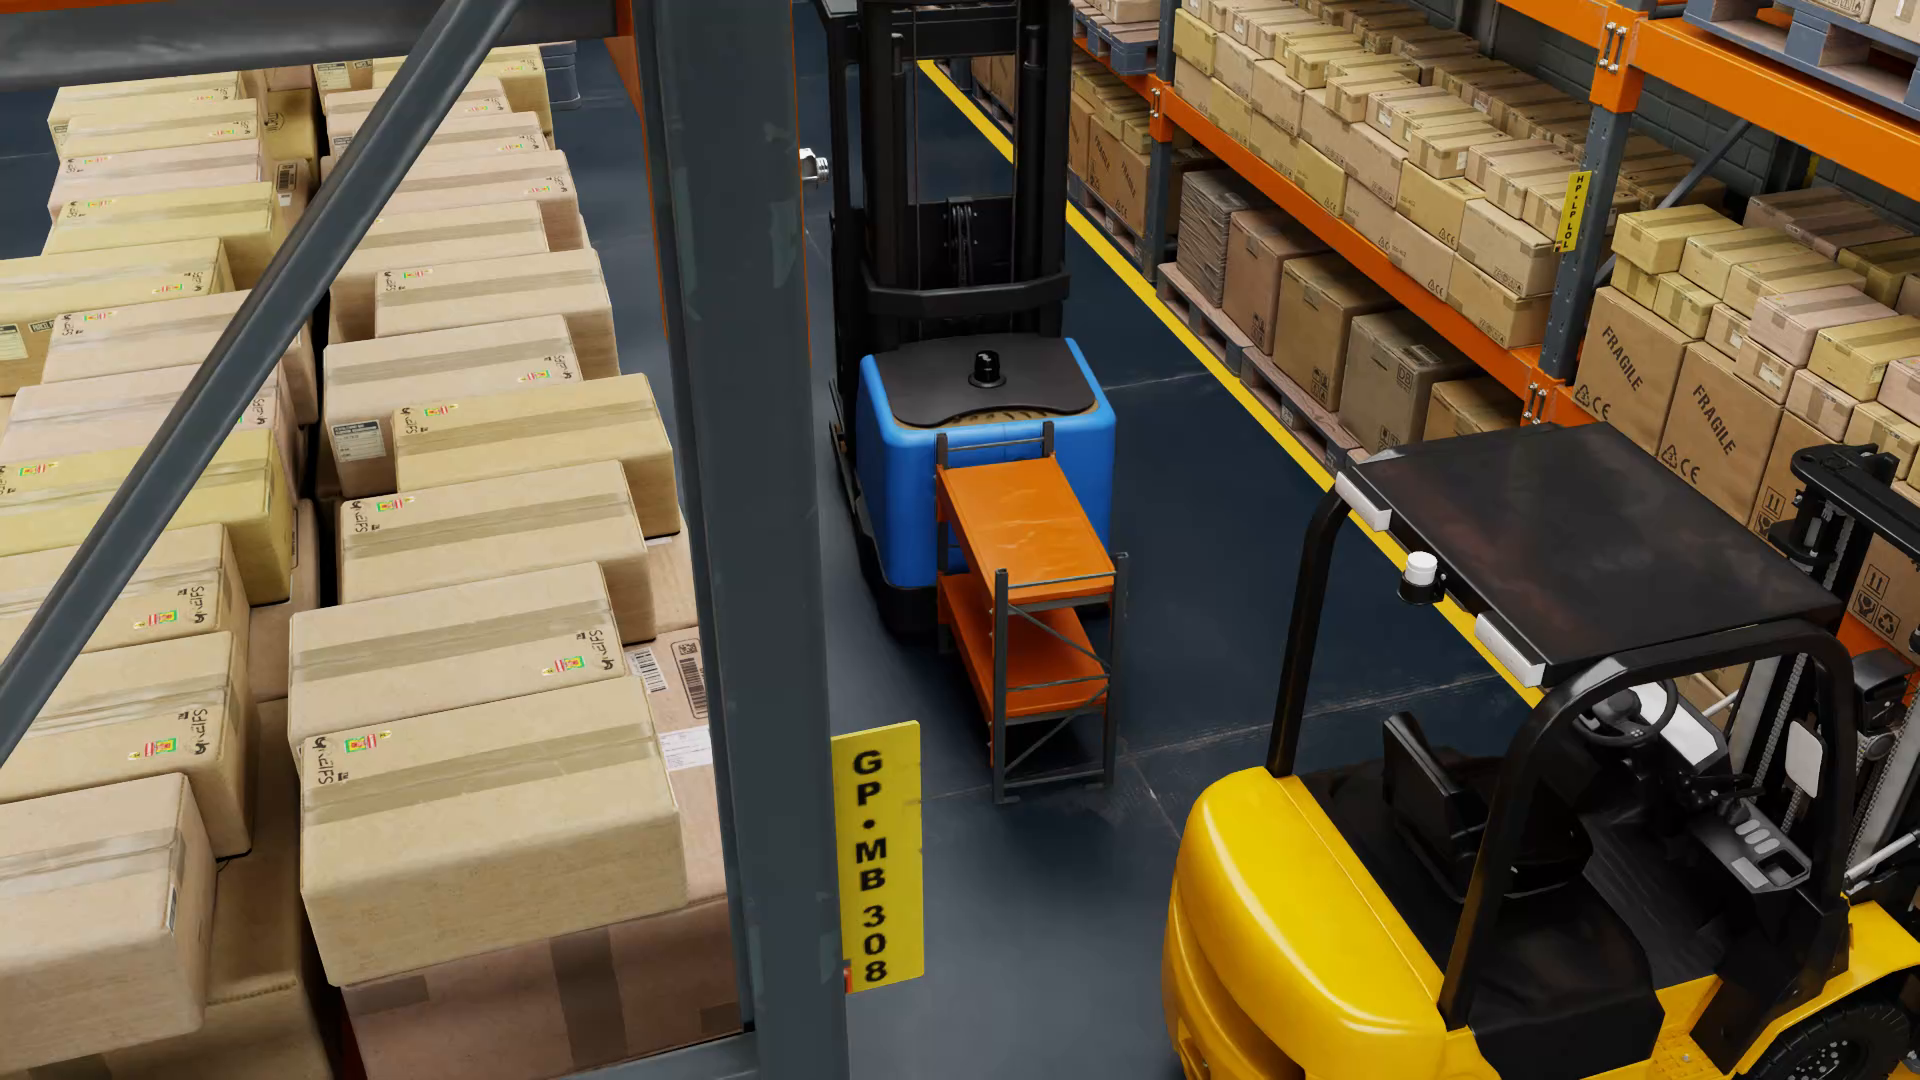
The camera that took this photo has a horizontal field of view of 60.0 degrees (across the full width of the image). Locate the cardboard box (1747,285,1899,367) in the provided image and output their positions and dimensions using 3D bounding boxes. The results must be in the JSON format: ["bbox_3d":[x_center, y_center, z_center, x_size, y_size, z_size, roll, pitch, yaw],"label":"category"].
[{"bbox_3d":[2.953,-0.737,5.695,0.380,0.149,0.250,-9,35,-14],"label":"cardboard box"}]

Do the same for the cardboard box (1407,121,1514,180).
[{"bbox_3d":[2.263,-1.764,7.520,0.380,0.149,0.250,-11,35,-16],"label":"cardboard box"}]

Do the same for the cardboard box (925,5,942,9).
[{"bbox_3d":[-0.094,-4.590,14.574,0.396,0.266,0.258,-9,34,-13],"label":"cardboard box"}]

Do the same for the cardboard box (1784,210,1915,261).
[{"bbox_3d":[3.327,-1.105,6.253,0.380,0.149,0.250,-11,35,-16],"label":"cardboard box"}]

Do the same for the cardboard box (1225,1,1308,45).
[{"bbox_3d":[1.687,-2.849,9.162,0.380,0.149,0.250,-9,35,-13],"label":"cardboard box"}]

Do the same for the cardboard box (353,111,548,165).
[{"bbox_3d":[-1.056,-0.768,3.474,0.380,0.149,0.250,-10,35,-14],"label":"cardboard box"}]

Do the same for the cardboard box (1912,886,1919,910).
[{"bbox_3d":[3.359,1.203,5.368,0.500,0.250,0.500,-11,35,-16],"label":"cardboard box"}]

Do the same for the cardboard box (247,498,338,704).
[{"bbox_3d":[-1.153,0.209,2.358,0.500,0.250,0.500,-10,35,-15],"label":"cardboard box"}]

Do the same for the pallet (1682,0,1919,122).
[{"bbox_3d":[3.190,-1.695,5.455,1.003,0.211,1.213,-10,35,-15],"label":"pallet"}]

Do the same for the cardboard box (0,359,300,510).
[{"bbox_3d":[-1.219,-0.139,2.523,0.380,0.149,0.250,-10,35,-15],"label":"cardboard box"}]

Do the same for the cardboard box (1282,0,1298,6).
[{"bbox_3d":[1.977,-3.200,9.693,0.380,0.149,0.250,-9,34,-13],"label":"cardboard box"}]

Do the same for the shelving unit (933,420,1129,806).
[{"bbox_3d":[0.261,0.280,6.807,0.538,1.125,1.048,-7,34,-11],"label":"shelving unit"}]

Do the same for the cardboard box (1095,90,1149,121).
[{"bbox_3d":[1.142,-2.928,11.258,0.380,0.149,0.250,-11,35,-16],"label":"cardboard box"}]

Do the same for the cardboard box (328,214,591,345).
[{"bbox_3d":[-0.963,-0.415,3.302,0.500,0.250,0.500,-9,35,-14],"label":"cardboard box"}]

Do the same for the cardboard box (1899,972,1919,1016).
[{"bbox_3d":[3.394,1.427,5.483,0.500,0.250,0.500,-10,35,-14],"label":"cardboard box"}]

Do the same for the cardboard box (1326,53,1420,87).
[{"bbox_3d":[2.077,-2.324,8.367,0.380,0.149,0.250,-10,35,-15],"label":"cardboard box"}]

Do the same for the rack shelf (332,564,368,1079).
[{"bbox_3d":[-1.211,0.011,3.444,1.077,0.370,4.000,-10,35,-15],"label":"rack shelf"}]

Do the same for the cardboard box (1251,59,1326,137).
[{"bbox_3d":[1.882,-2.356,8.777,0.500,0.250,0.500,-11,35,-16],"label":"cardboard box"}]

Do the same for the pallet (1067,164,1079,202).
[{"bbox_3d":[1.125,-2.899,12.446,1.003,0.211,1.213,-10,35,-15],"label":"pallet"}]

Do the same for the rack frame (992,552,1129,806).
[{"bbox_3d":[0.375,0.553,6.393,0.500,1.125,0.032,-7,34,-11],"label":"rack frame"}]

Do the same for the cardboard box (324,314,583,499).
[{"bbox_3d":[-0.797,-0.217,2.642,0.380,0.149,0.250,-10,35,-15],"label":"cardboard box"}]

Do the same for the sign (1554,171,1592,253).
[{"bbox_3d":[2.391,-1.278,6.485,0.100,0.325,0.005,-10,35,-15],"label":"sign"}]

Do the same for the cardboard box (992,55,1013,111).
[{"bbox_3d":[0.570,-3.687,12.996,0.500,0.500,0.500,-10,35,-15],"label":"cardboard box"}]

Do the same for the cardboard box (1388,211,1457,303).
[{"bbox_3d":[2.344,-1.345,7.701,0.500,0.250,0.500,-10,35,-15],"label":"cardboard box"}]

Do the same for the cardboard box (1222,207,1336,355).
[{"bbox_3d":[2.069,-1.537,9.629,0.875,0.625,0.625,-9,34,-13],"label":"cardboard box"}]

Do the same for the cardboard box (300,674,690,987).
[{"bbox_3d":[-0.515,0.312,1.841,0.380,0.149,0.250,-10,35,-15],"label":"cardboard box"}]

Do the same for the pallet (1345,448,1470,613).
[{"bbox_3d":[2.643,-0.141,8.272,1.003,0.211,1.213,-10,35,-15],"label":"pallet"}]

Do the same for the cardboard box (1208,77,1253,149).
[{"bbox_3d":[1.736,-2.423,9.332,0.500,0.250,0.500,-11,35,-16],"label":"cardboard box"}]

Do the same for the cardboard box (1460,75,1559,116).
[{"bbox_3d":[2.664,-2.136,8.082,0.380,0.149,0.250,-10,35,-15],"label":"cardboard box"}]

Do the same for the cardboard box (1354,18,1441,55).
[{"bbox_3d":[2.331,-2.668,8.888,0.380,0.149,0.250,-10,35,-15],"label":"cardboard box"}]

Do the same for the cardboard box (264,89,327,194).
[{"bbox_3d":[-1.781,-0.854,3.968,0.500,0.250,0.500,-10,35,-15],"label":"cardboard box"}]

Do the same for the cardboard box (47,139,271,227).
[{"bbox_3d":[-1.586,-0.672,3.330,0.380,0.149,0.250,-11,35,-15],"label":"cardboard box"}]

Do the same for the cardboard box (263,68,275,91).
[{"bbox_3d":[-1.929,-1.215,4.152,0.380,0.149,0.250,-9,35,-13],"label":"cardboard box"}]

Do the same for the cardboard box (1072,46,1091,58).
[{"bbox_3d":[0.889,-3.483,12.098,0.380,0.149,0.250,-10,35,-15],"label":"cardboard box"}]

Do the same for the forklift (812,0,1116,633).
[{"bbox_3d":[-0.089,-1.609,8.027,1.130,2.935,3.031,-6,34,-9],"label":"forklift"}]

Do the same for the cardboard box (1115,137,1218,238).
[{"bbox_3d":[1.351,-2.343,10.961,0.500,0.500,0.500,-9,35,-13],"label":"cardboard box"}]

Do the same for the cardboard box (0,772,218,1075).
[{"bbox_3d":[-0.985,0.405,1.700,0.380,0.149,0.250,-10,35,-14],"label":"cardboard box"}]

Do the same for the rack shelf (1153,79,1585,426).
[{"bbox_3d":[2.295,-1.674,8.716,1.077,0.370,4.000,-10,35,-15],"label":"rack shelf"}]

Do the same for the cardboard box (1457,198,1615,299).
[{"bbox_3d":[2.512,-1.285,7.157,0.500,0.250,0.500,-11,35,-16],"label":"cardboard box"}]

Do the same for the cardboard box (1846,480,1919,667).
[{"bbox_3d":[3.255,0.115,5.265,0.500,0.500,0.500,-10,35,-14],"label":"cardboard box"}]

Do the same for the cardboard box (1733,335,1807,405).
[{"bbox_3d":[2.943,-0.615,5.781,0.380,0.149,0.250,-9,35,-14],"label":"cardboard box"}]

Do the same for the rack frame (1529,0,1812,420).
[{"bbox_3d":[2.905,-0.924,6.928,1.000,3.000,0.127,-10,35,-15],"label":"rack frame"}]

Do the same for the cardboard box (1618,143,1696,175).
[{"bbox_3d":[2.970,-1.607,7.282,0.380,0.149,0.250,-11,35,-16],"label":"cardboard box"}]

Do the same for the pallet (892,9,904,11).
[{"bbox_3d":[-0.119,-4.964,15.570,1.003,0.211,1.213,-10,35,-15],"label":"pallet"}]
